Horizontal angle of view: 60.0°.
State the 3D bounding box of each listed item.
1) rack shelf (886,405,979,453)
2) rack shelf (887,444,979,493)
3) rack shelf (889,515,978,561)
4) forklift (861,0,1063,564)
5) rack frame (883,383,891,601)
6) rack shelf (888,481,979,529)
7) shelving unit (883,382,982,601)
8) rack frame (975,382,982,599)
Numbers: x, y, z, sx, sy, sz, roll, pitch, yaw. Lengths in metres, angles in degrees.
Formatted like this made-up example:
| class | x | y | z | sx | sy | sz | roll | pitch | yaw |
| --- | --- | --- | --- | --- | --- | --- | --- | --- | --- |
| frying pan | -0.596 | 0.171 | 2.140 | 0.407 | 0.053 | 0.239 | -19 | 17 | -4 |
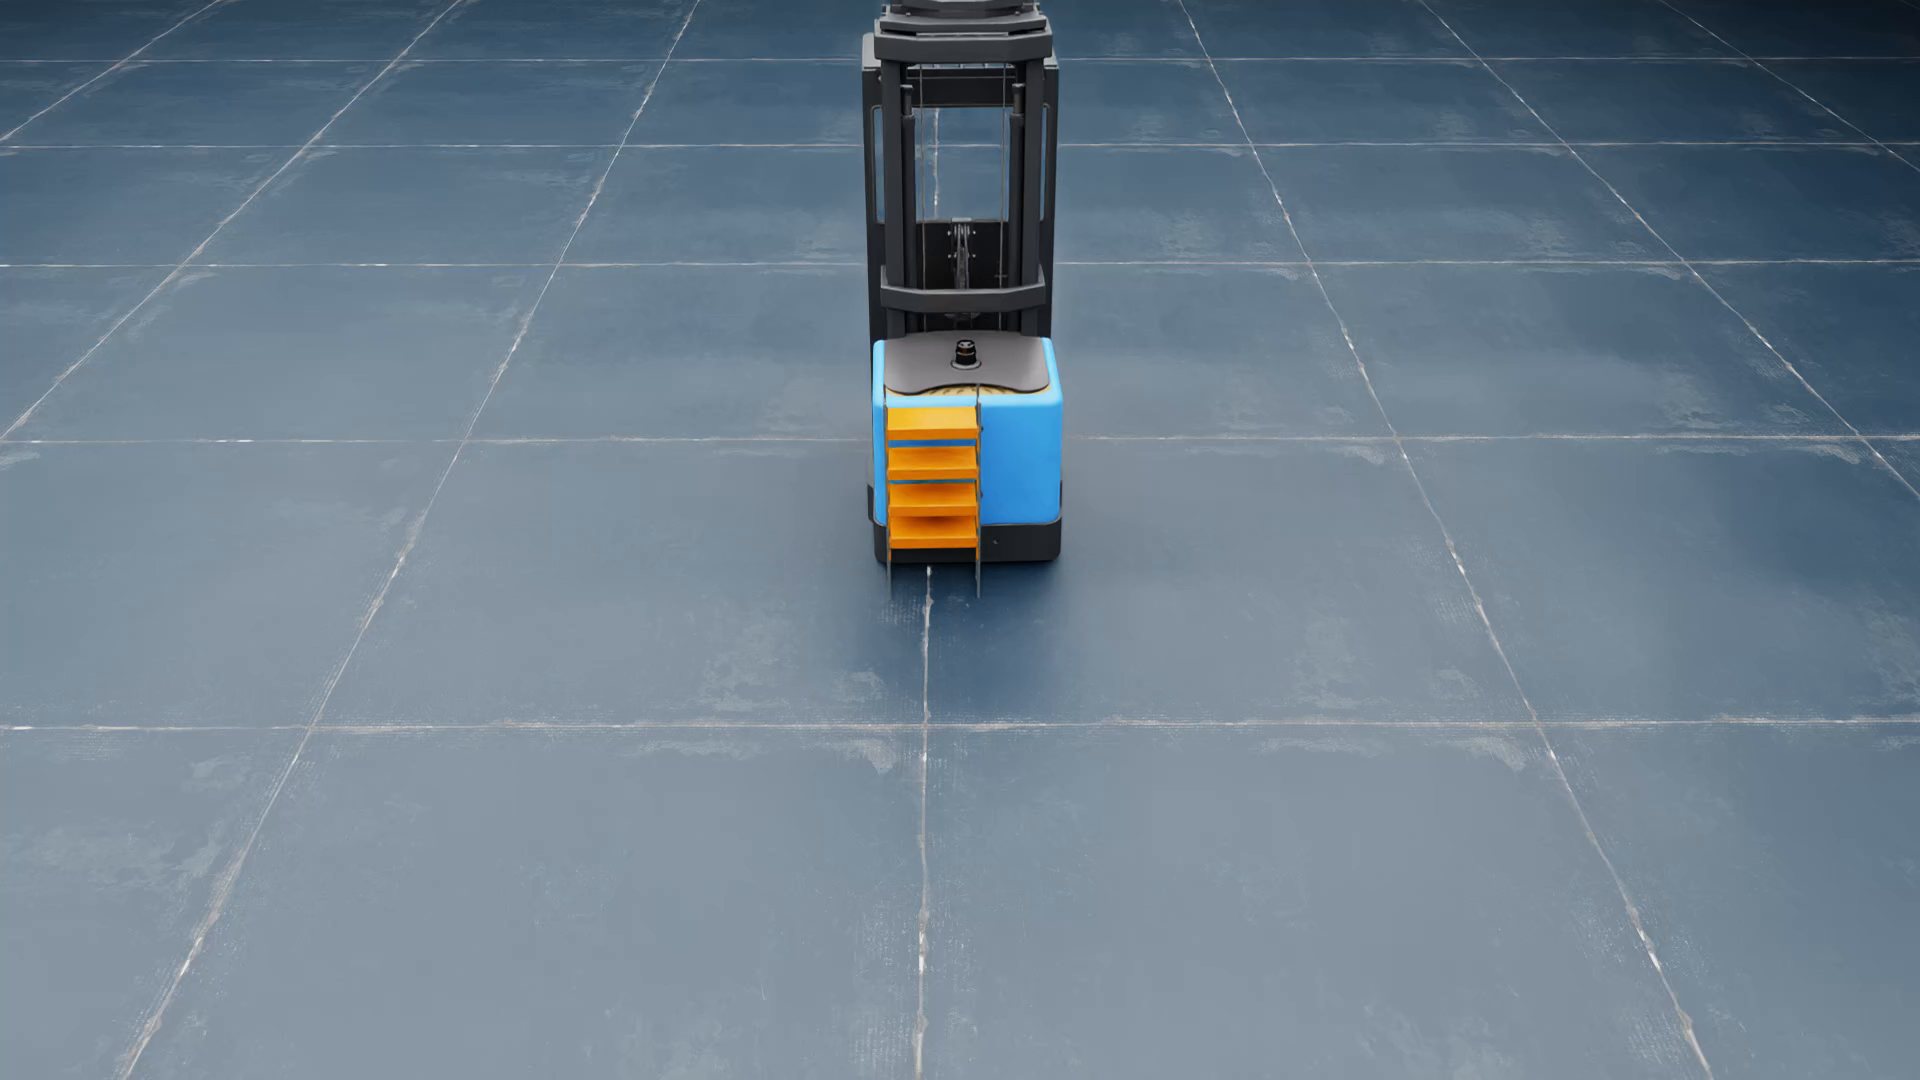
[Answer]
| class | x | y | z | sx | sy | sz | roll | pitch | yaw |
| --- | --- | --- | --- | --- | --- | --- | --- | --- | --- |
| rack shelf | -0.146 | -0.581 | 8.681 | 0.480 | 0.148 | 0.258 | -1 | 32 | -2 |
| rack shelf | -0.146 | -0.380 | 8.805 | 0.480 | 0.148 | 0.258 | -1 | 32 | -2 |
| rack shelf | -0.146 | -0.020 | 9.027 | 0.480 | 0.148 | 0.258 | -1 | 32 | -2 |
| forklift | -0.008 | -1.853 | 9.867 | 1.130 | 2.935 | 3.031 | -1 | 31 | -2 |
| rack frame | -0.390 | -0.242 | 8.880 | 0.015 | 1.200 | 0.240 | -1 | 32 | -2 |
| rack shelf | -0.146 | -0.189 | 8.922 | 0.480 | 0.148 | 0.258 | -1 | 32 | -2 |
| shelving unit | -0.146 | -0.247 | 8.887 | 0.503 | 1.200 | 0.258 | -1 | 32 | -2 |
| rack frame | 0.098 | -0.251 | 8.895 | 0.015 | 1.200 | 0.240 | -1 | 32 | -2 |
